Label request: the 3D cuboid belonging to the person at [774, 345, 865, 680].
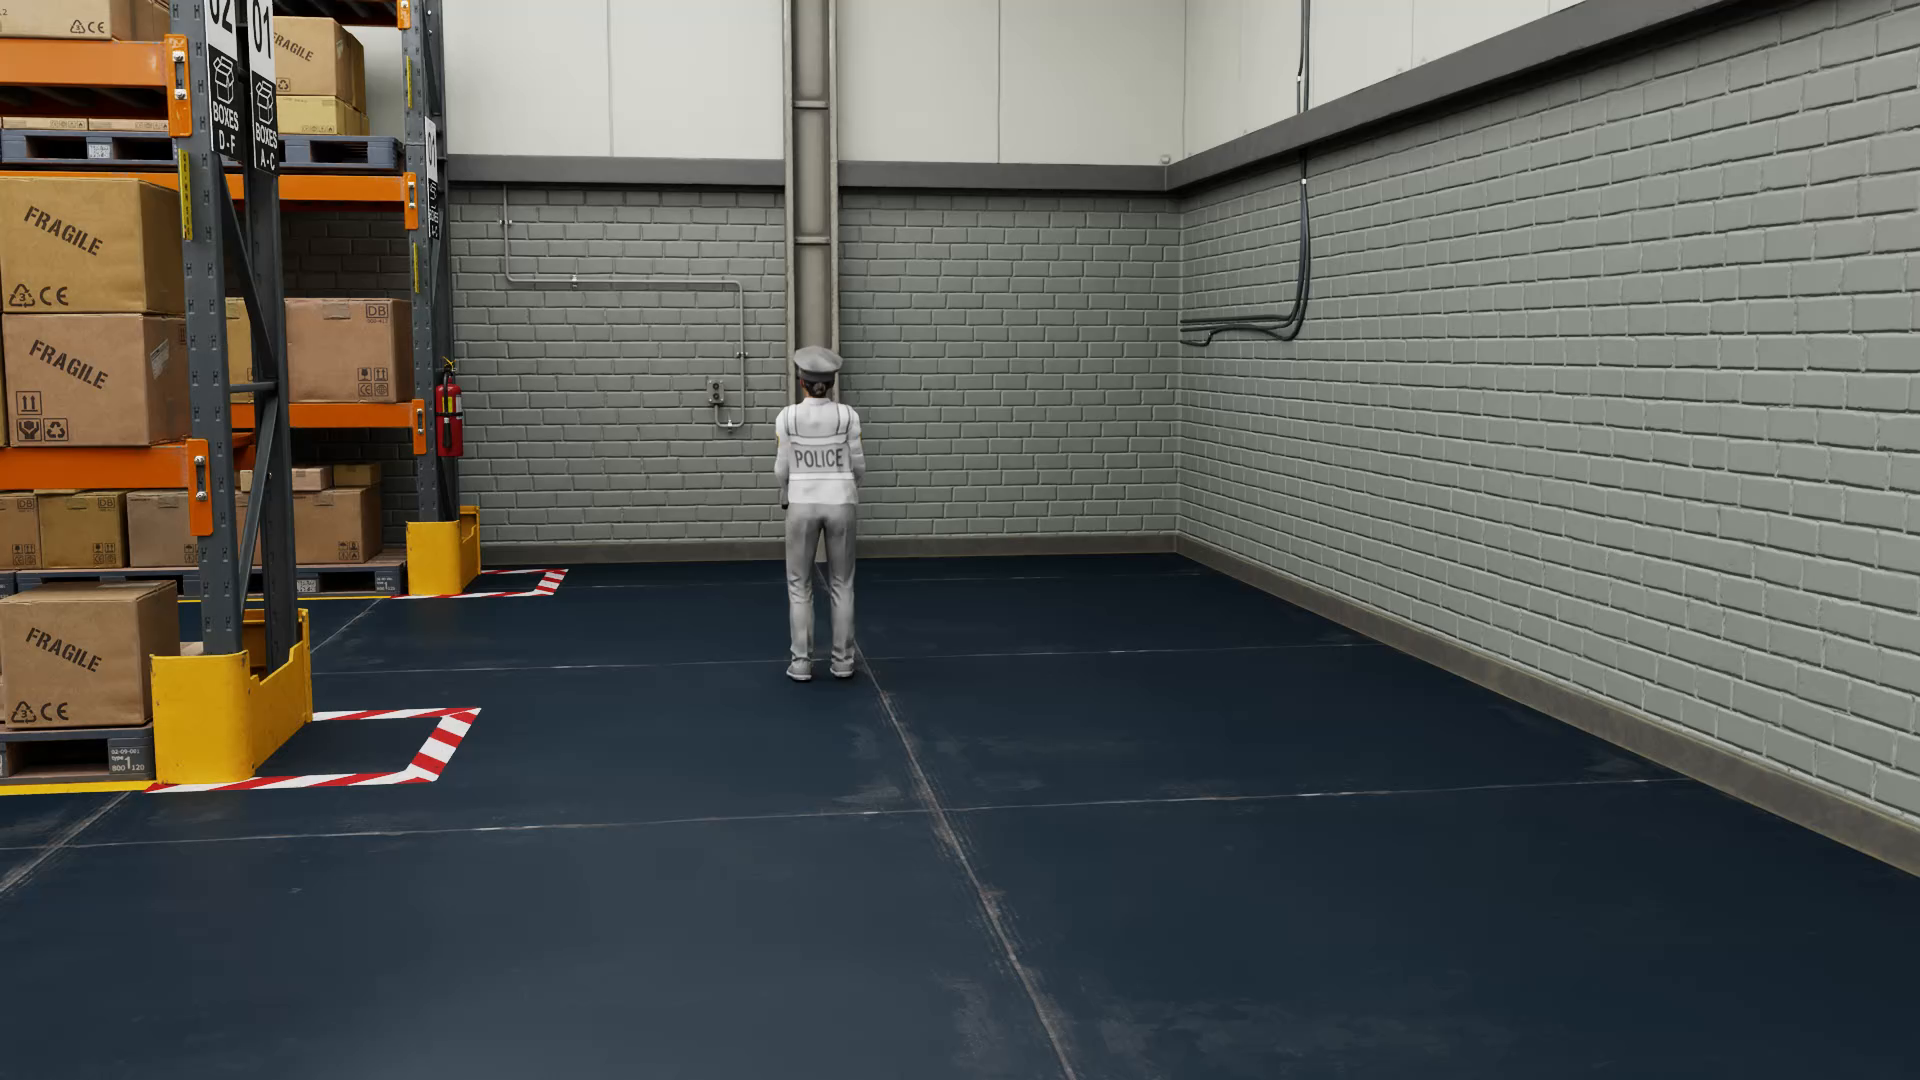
[{"bbox_3d":[-0.709,-0.140,8.441,0.459,1.686,0.556,-1,7,-8],"label":"person"}]
